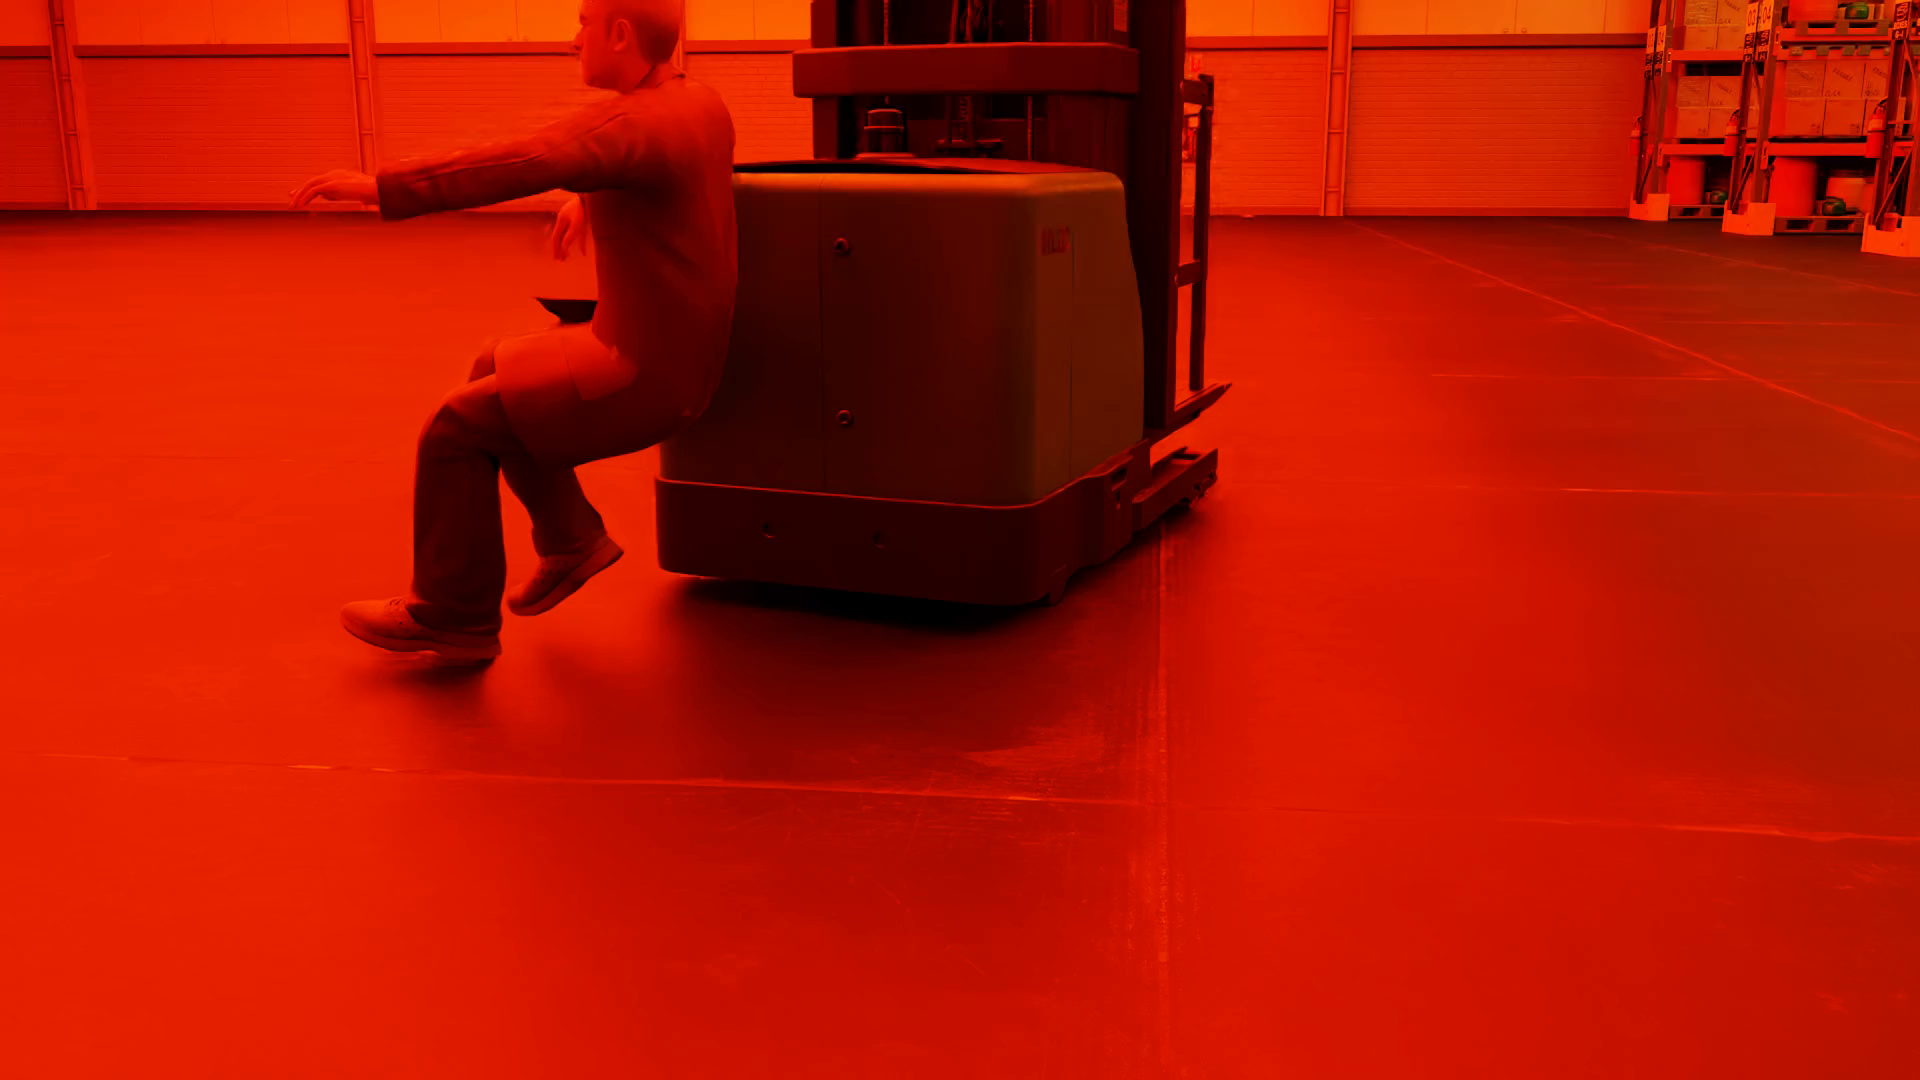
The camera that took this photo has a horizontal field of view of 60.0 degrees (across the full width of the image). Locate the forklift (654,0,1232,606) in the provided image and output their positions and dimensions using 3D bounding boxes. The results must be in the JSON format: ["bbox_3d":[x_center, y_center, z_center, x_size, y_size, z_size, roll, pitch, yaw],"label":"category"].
[{"bbox_3d":[0.222,-1.557,5.167,1.130,2.935,3.031,5,14,21],"label":"forklift"}]

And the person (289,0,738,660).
[{"bbox_3d":[-0.956,-0.458,3.647,0.927,1.505,1.053,0,13,1],"label":"person"}]
